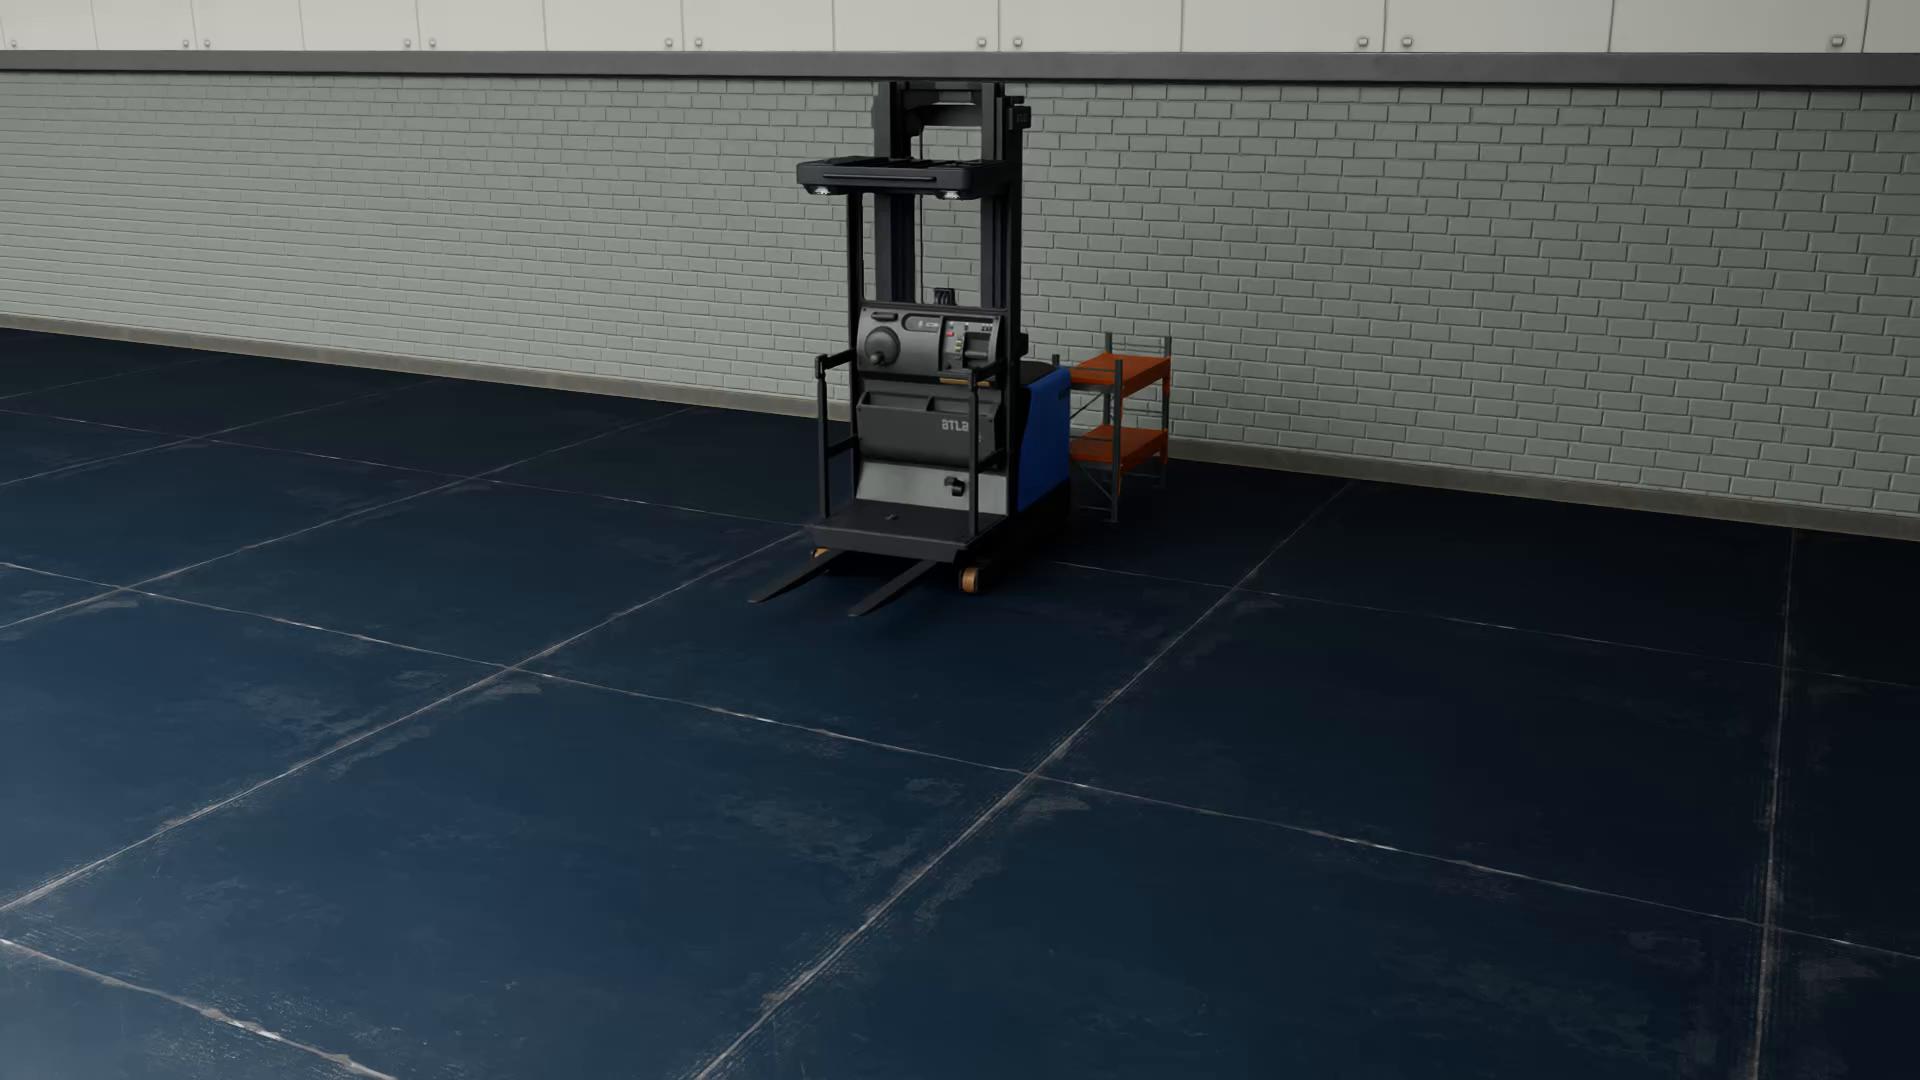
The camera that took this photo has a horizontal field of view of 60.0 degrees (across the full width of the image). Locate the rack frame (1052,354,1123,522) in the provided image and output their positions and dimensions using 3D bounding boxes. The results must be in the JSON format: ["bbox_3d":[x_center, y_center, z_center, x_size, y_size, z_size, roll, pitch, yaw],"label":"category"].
[{"bbox_3d":[0.859,-0.695,11.389,0.500,1.125,0.032,8,18,24],"label":"rack frame"}]

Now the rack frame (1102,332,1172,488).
[{"bbox_3d":[1.298,-0.956,12.268,0.500,1.125,0.032,8,18,24],"label":"rack frame"}]

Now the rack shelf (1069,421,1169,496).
[{"bbox_3d":[1.079,-0.591,11.898,0.538,0.278,1.000,8,18,24],"label":"rack shelf"}]

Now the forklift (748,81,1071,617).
[{"bbox_3d":[-0.274,-1.218,9.977,1.130,2.935,3.031,7,18,22],"label":"forklift"}]

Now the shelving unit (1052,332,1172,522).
[{"bbox_3d":[1.079,-0.826,11.829,0.538,1.125,1.048,8,18,24],"label":"shelving unit"}]

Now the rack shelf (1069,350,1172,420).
[{"bbox_3d":[1.079,-1.106,11.745,0.538,0.278,1.000,8,18,24],"label":"rack shelf"}]
